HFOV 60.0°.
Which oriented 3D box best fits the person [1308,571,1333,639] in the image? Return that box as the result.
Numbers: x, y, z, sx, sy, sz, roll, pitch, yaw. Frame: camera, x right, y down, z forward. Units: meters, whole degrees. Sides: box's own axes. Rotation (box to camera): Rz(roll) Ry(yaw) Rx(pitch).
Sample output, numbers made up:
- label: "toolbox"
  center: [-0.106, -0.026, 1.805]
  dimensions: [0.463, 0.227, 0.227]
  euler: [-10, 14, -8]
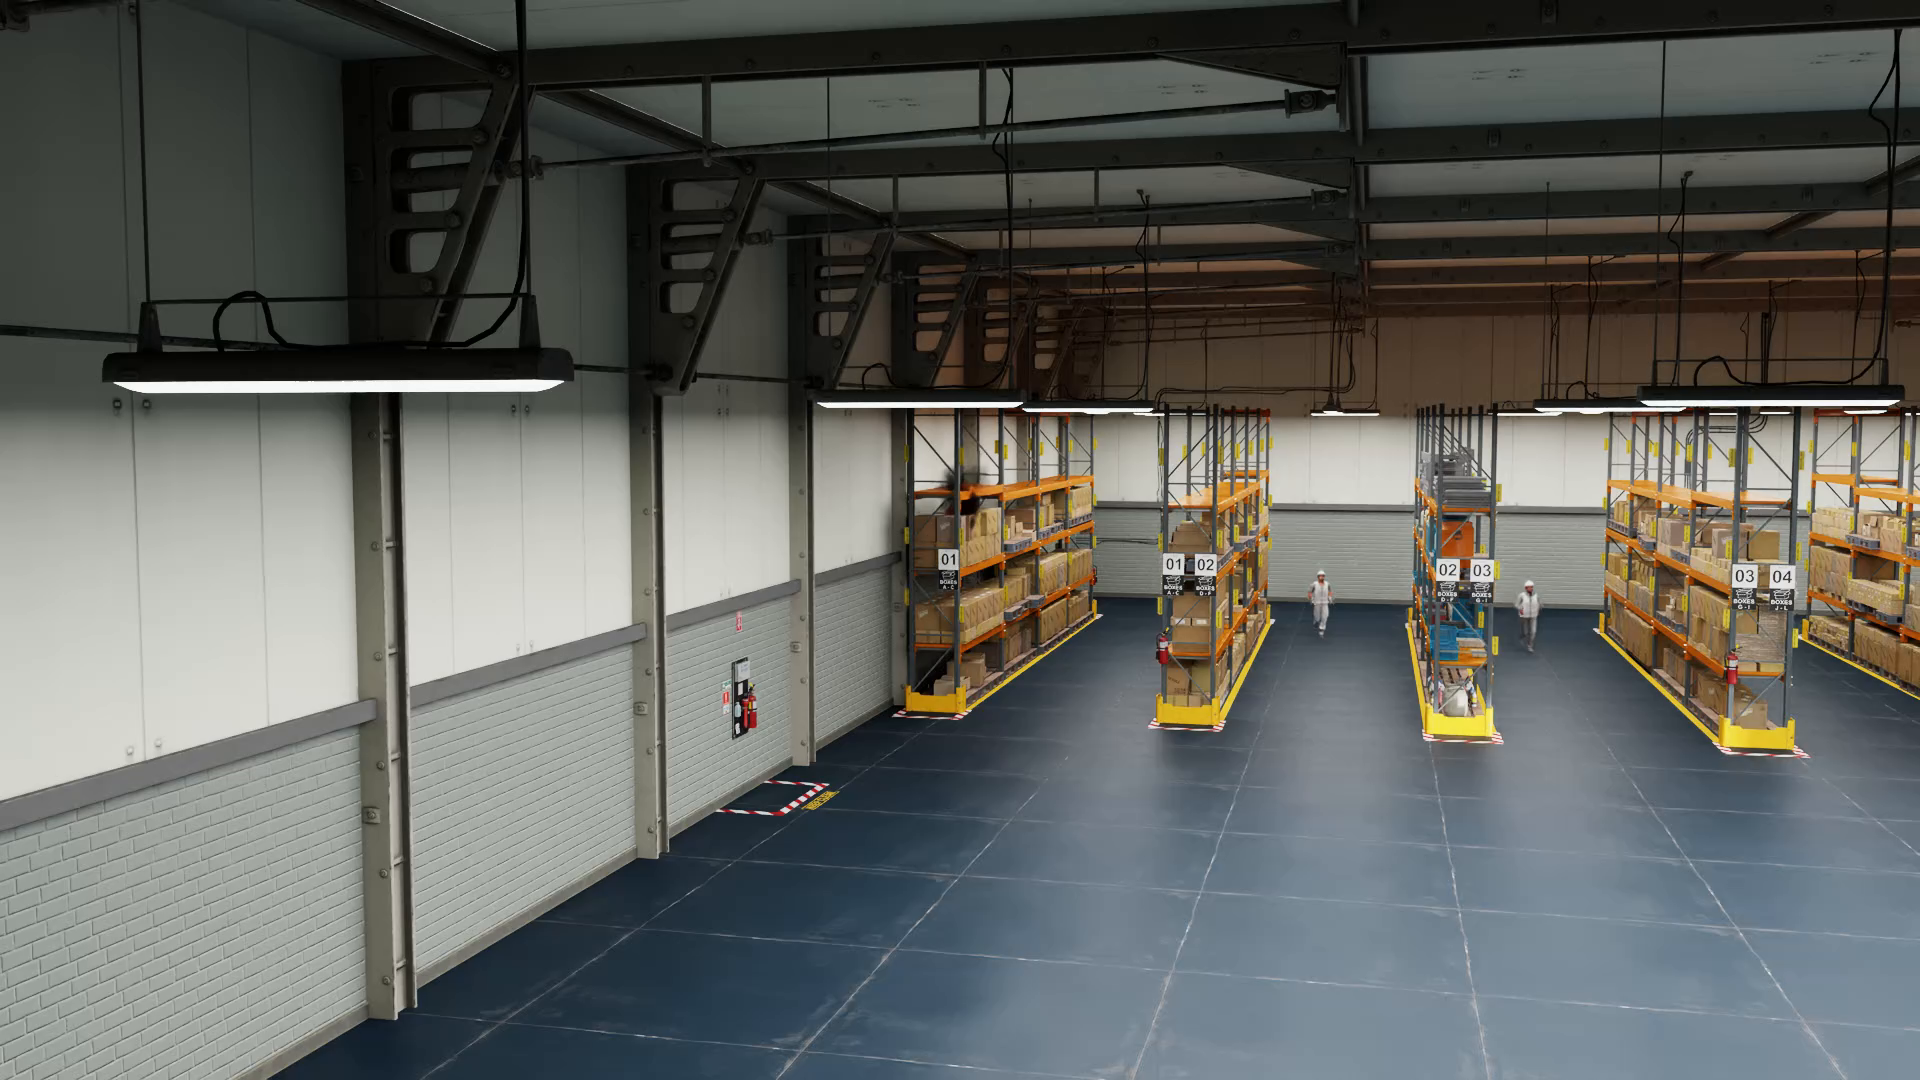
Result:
- label: "person"
  center: [9.444, 1.686, 43.512]
  dimensions: [0.661, 1.760, 0.788]
  euler: [0, 4, 3]

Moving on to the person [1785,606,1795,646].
- label: "person"
  center: [19.981, 1.944, 40.398]
  dimensions: [0.628, 1.656, 0.548]
  euler: [1, 4, 16]

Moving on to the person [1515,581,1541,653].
- label: "person"
  center: [14.008, 1.871, 41.033]
  dimensions: [0.652, 1.743, 0.813]
  euler: [0, 4, 2]
